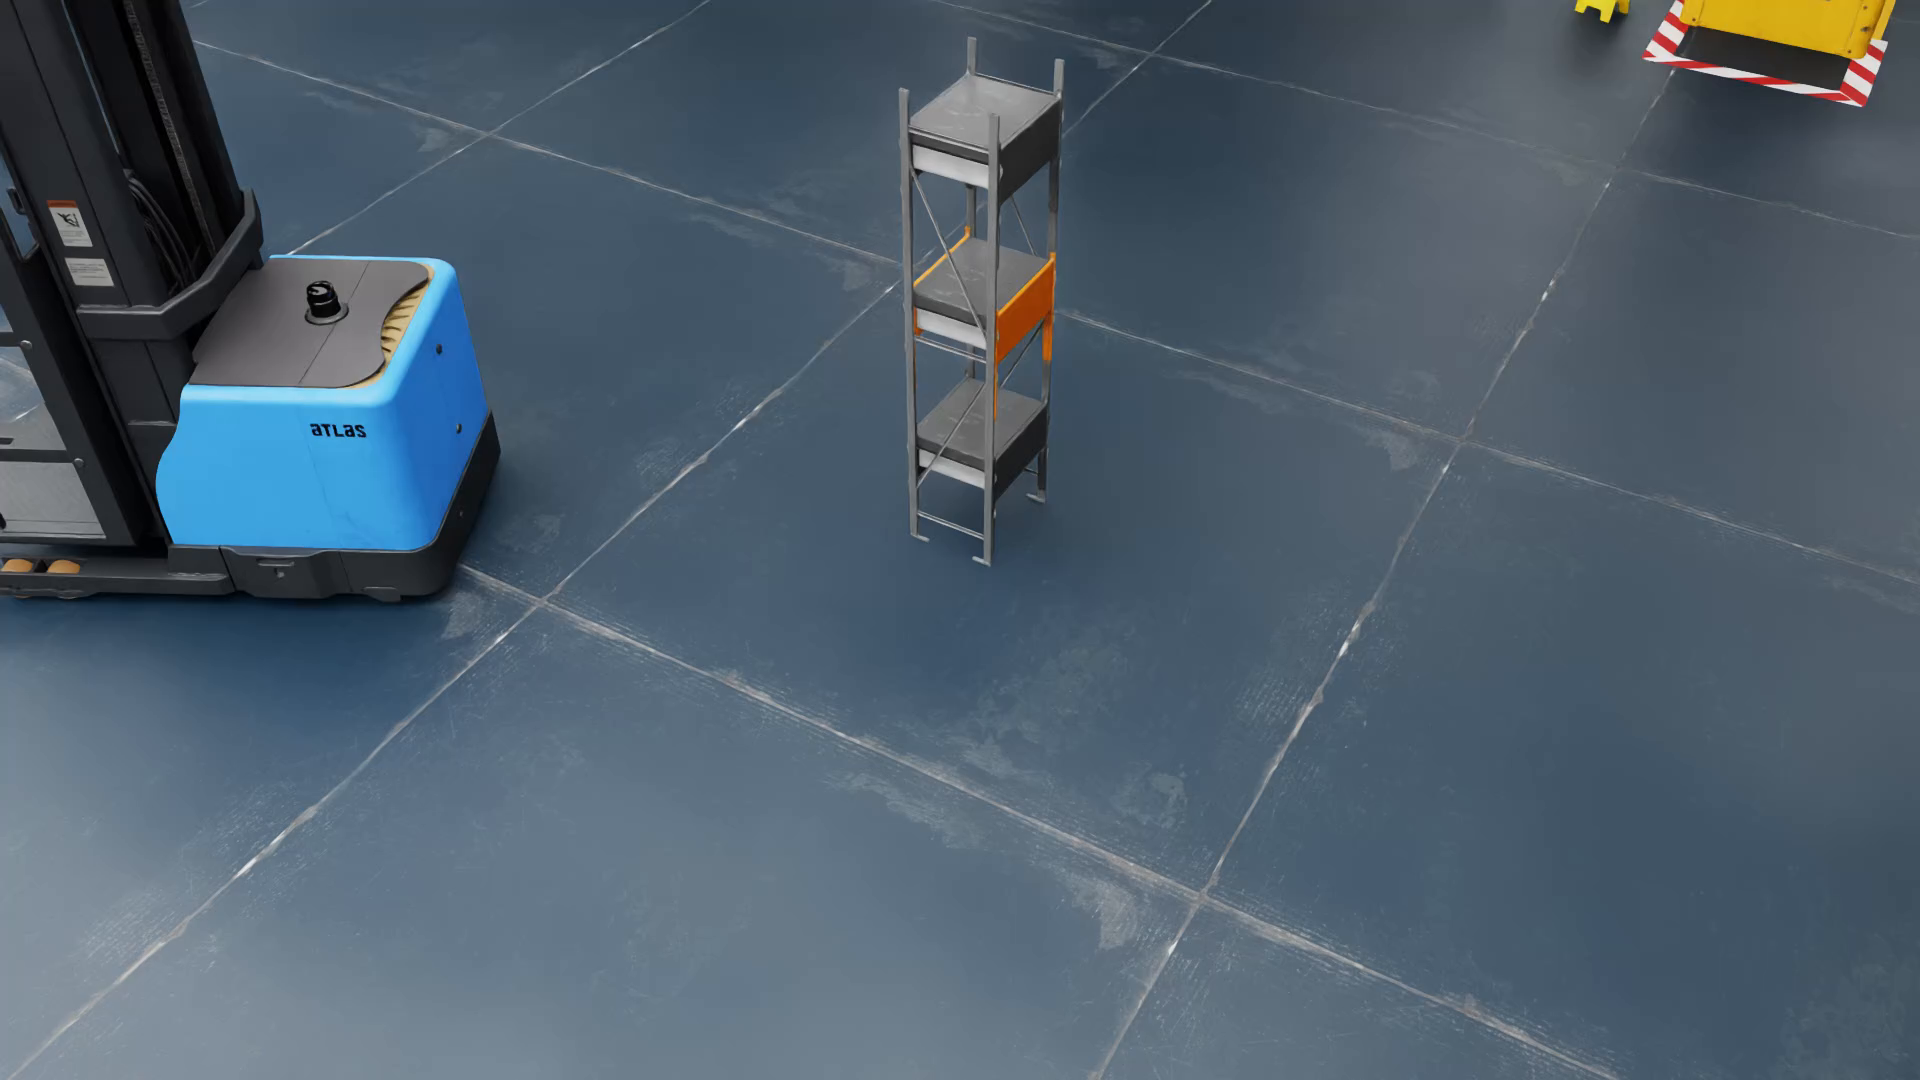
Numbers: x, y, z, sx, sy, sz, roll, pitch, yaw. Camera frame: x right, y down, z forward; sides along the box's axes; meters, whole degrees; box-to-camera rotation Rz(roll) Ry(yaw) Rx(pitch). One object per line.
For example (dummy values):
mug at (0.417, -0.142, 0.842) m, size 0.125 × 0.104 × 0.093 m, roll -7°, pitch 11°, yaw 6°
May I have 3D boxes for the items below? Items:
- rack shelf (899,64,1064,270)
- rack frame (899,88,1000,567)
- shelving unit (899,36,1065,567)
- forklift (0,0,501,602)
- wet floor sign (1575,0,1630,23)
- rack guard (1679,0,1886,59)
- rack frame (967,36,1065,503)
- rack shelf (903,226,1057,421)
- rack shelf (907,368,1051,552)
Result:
rack shelf at (0.083, -1.398, 6.210) m, size 0.431 × 0.518 × 0.480 m, roll 21°, pitch 45°, yaw 22°
rack frame at (-0.039, -0.743, 6.505) m, size 0.400 × 2.100 × 0.015 m, roll 21°, pitch 45°, yaw 22°
shelving unit at (0.083, -0.883, 6.664) m, size 0.431 × 2.100 × 0.503 m, roll 21°, pitch 45°, yaw 22°
forklift at (-3.627, -1.201, 6.396) m, size 3.031 × 2.935 × 1.130 m, roll 2°, pitch 41°, yaw 2°
wet floor sign at (4.370, -3.840, 11.122) m, size 0.232 × 0.644 × 0.267 m, roll -29°, pitch 49°, yaw -29°
rack guard at (5.430, -3.584, 10.941) m, size 1.175 × 0.500 × 0.348 m, roll 21°, pitch 45°, yaw 22°
rack frame at (0.205, -1.022, 6.822) m, size 0.400 × 2.100 × 0.015 m, roll 21°, pitch 45°, yaw 22°
rack shelf at (0.083, -0.872, 6.673) m, size 0.431 × 0.518 × 0.480 m, roll 21°, pitch 45°, yaw 22°
rack shelf at (0.083, -0.347, 7.135) m, size 0.431 × 0.518 × 0.480 m, roll 21°, pitch 45°, yaw 22°
